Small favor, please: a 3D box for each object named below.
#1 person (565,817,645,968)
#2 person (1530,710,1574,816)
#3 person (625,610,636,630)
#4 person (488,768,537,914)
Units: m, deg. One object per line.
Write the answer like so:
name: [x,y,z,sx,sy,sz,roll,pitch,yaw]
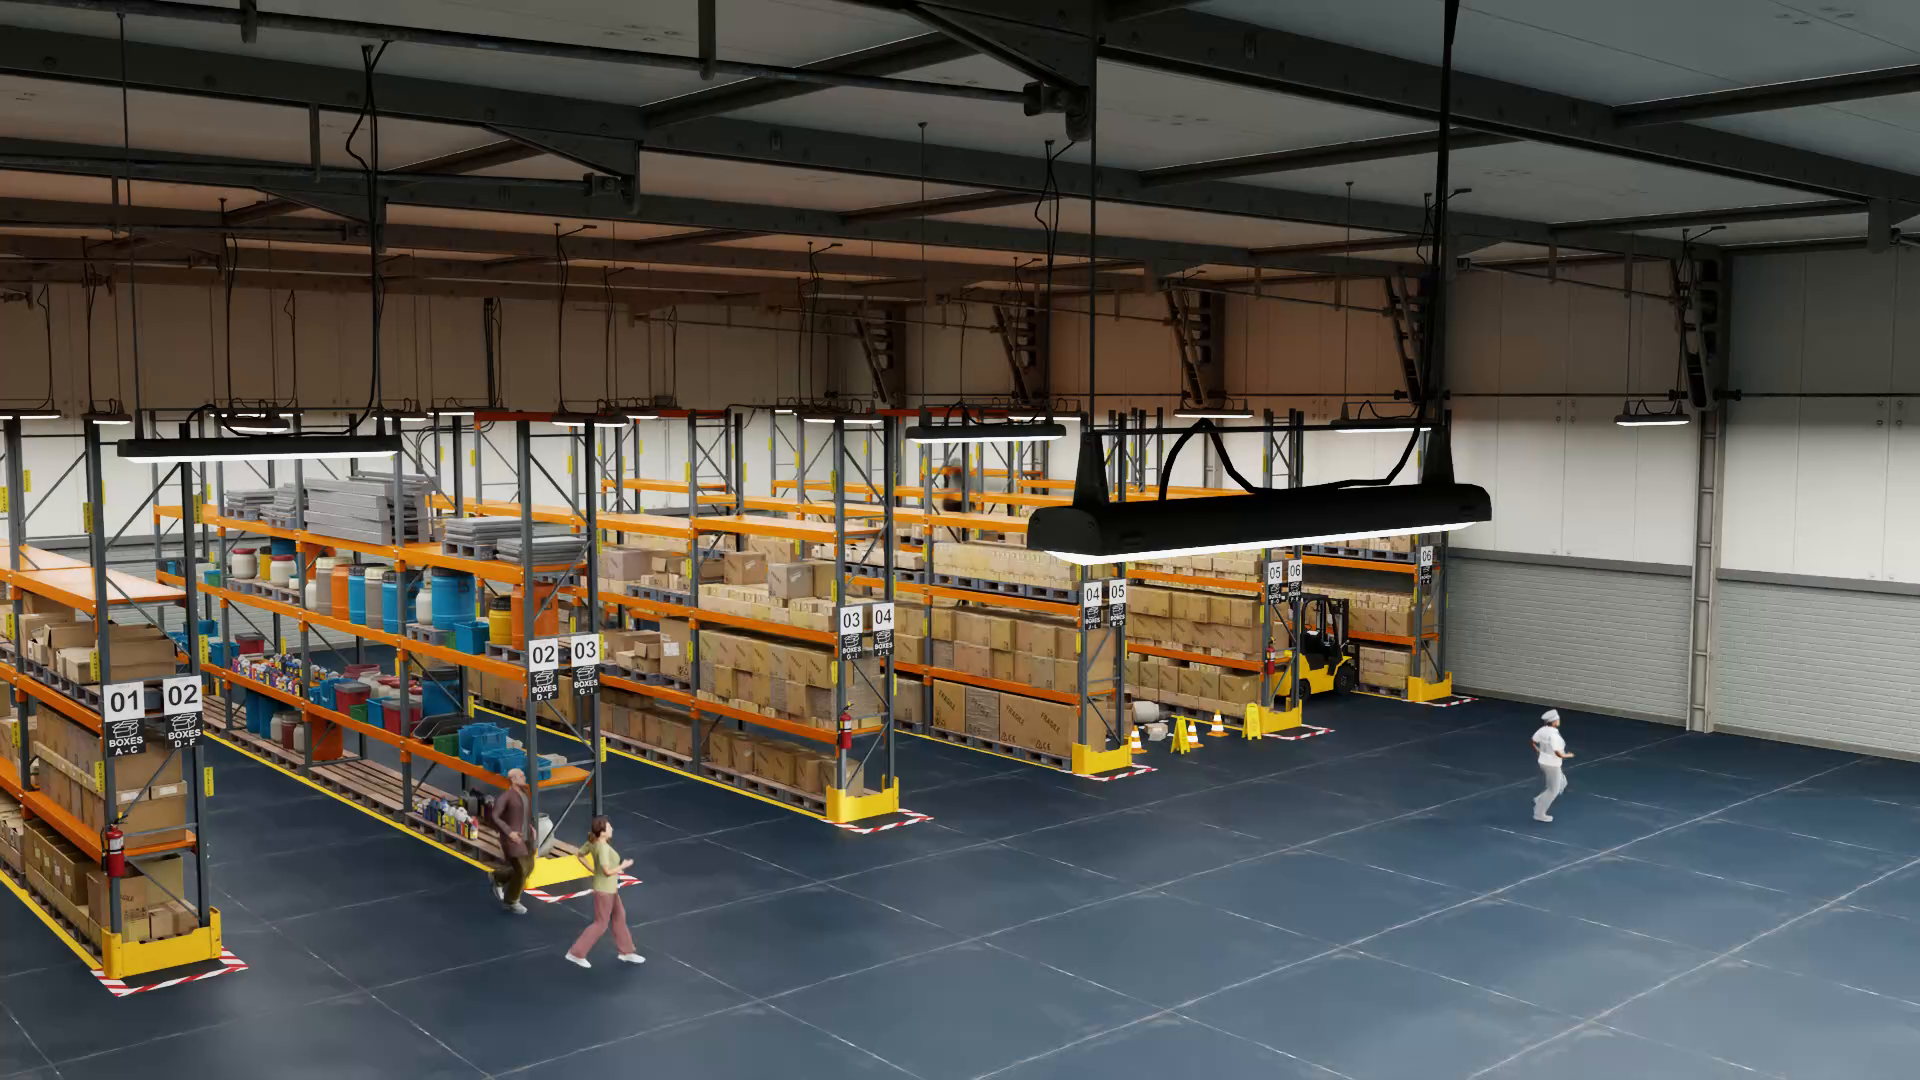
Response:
person: [-3.895,3.869,18.228,0.884,1.685,0.569,-2,5,-21]
person: [8.813,3.297,24.666,0.577,1.584,0.558,0,5,-2]
person: [-7.332,2.333,36.553,0.551,1.594,0.885,-4,6,-38]
person: [-5.531,3.686,20.541,0.638,1.734,0.746,2,5,19]
